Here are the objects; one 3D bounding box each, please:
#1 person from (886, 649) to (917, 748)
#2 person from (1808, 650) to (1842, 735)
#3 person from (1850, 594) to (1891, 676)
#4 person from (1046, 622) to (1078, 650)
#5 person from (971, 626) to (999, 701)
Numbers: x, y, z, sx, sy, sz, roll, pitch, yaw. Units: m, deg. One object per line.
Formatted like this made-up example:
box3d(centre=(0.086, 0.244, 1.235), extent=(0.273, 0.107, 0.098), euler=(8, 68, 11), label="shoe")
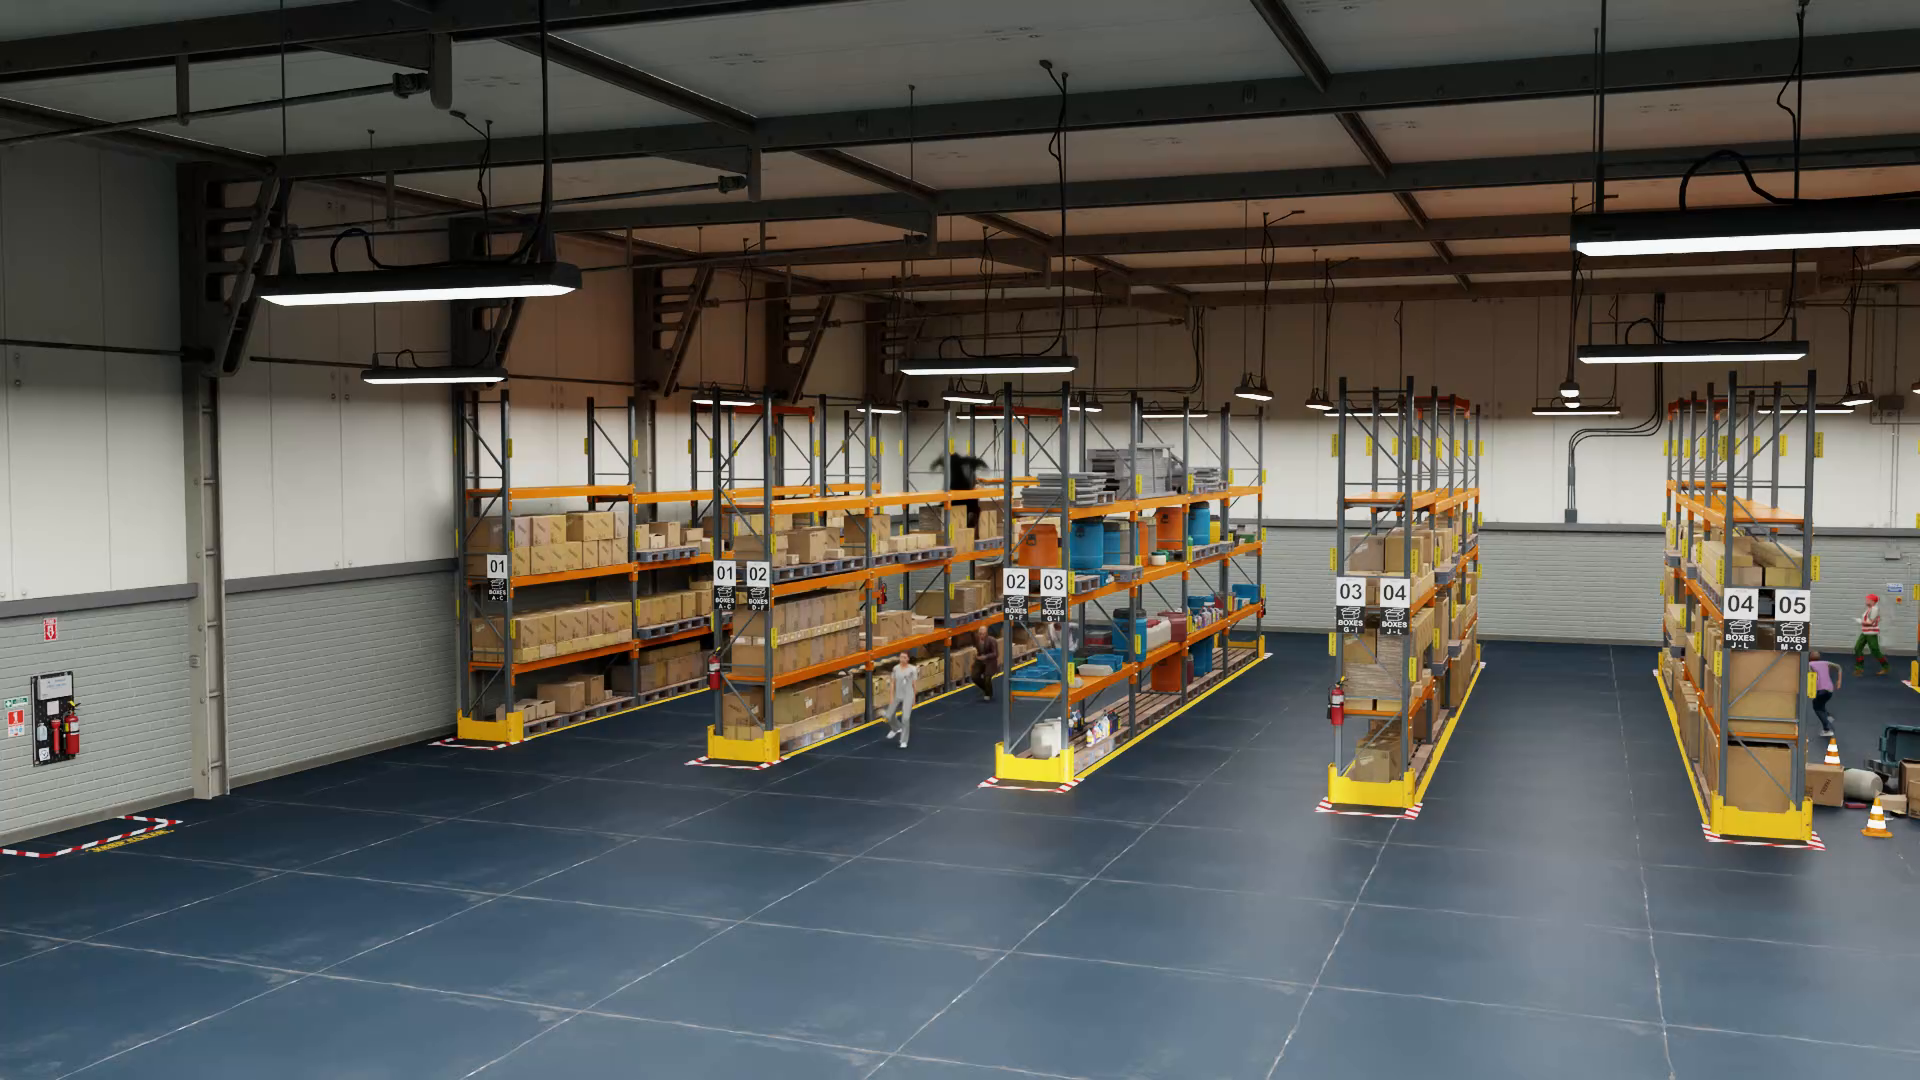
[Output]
box3d(centre=(-0.987, 2.632, 27.898), extent=(0.641, 1.645, 0.576), euler=(1, 3, 20), label="person")
box3d(centre=(15.161, 2.686, 29.204), extent=(0.574, 1.417, 0.797), euler=(0, 3, -1), label="person")
box3d(centre=(19.921, 2.098, 36.368), extent=(0.803, 1.845, 0.650), euler=(1, 3, 13), label="person")
box3d(centre=(2.145, 2.313, 33.971), extent=(0.733, 1.736, 1.014), euler=(2, 4, 28), label="person")
box3d(centre=(0.486, 2.423, 32.637), extent=(0.734, 1.541, 1.058), euler=(2, 4, 26), label="person")
